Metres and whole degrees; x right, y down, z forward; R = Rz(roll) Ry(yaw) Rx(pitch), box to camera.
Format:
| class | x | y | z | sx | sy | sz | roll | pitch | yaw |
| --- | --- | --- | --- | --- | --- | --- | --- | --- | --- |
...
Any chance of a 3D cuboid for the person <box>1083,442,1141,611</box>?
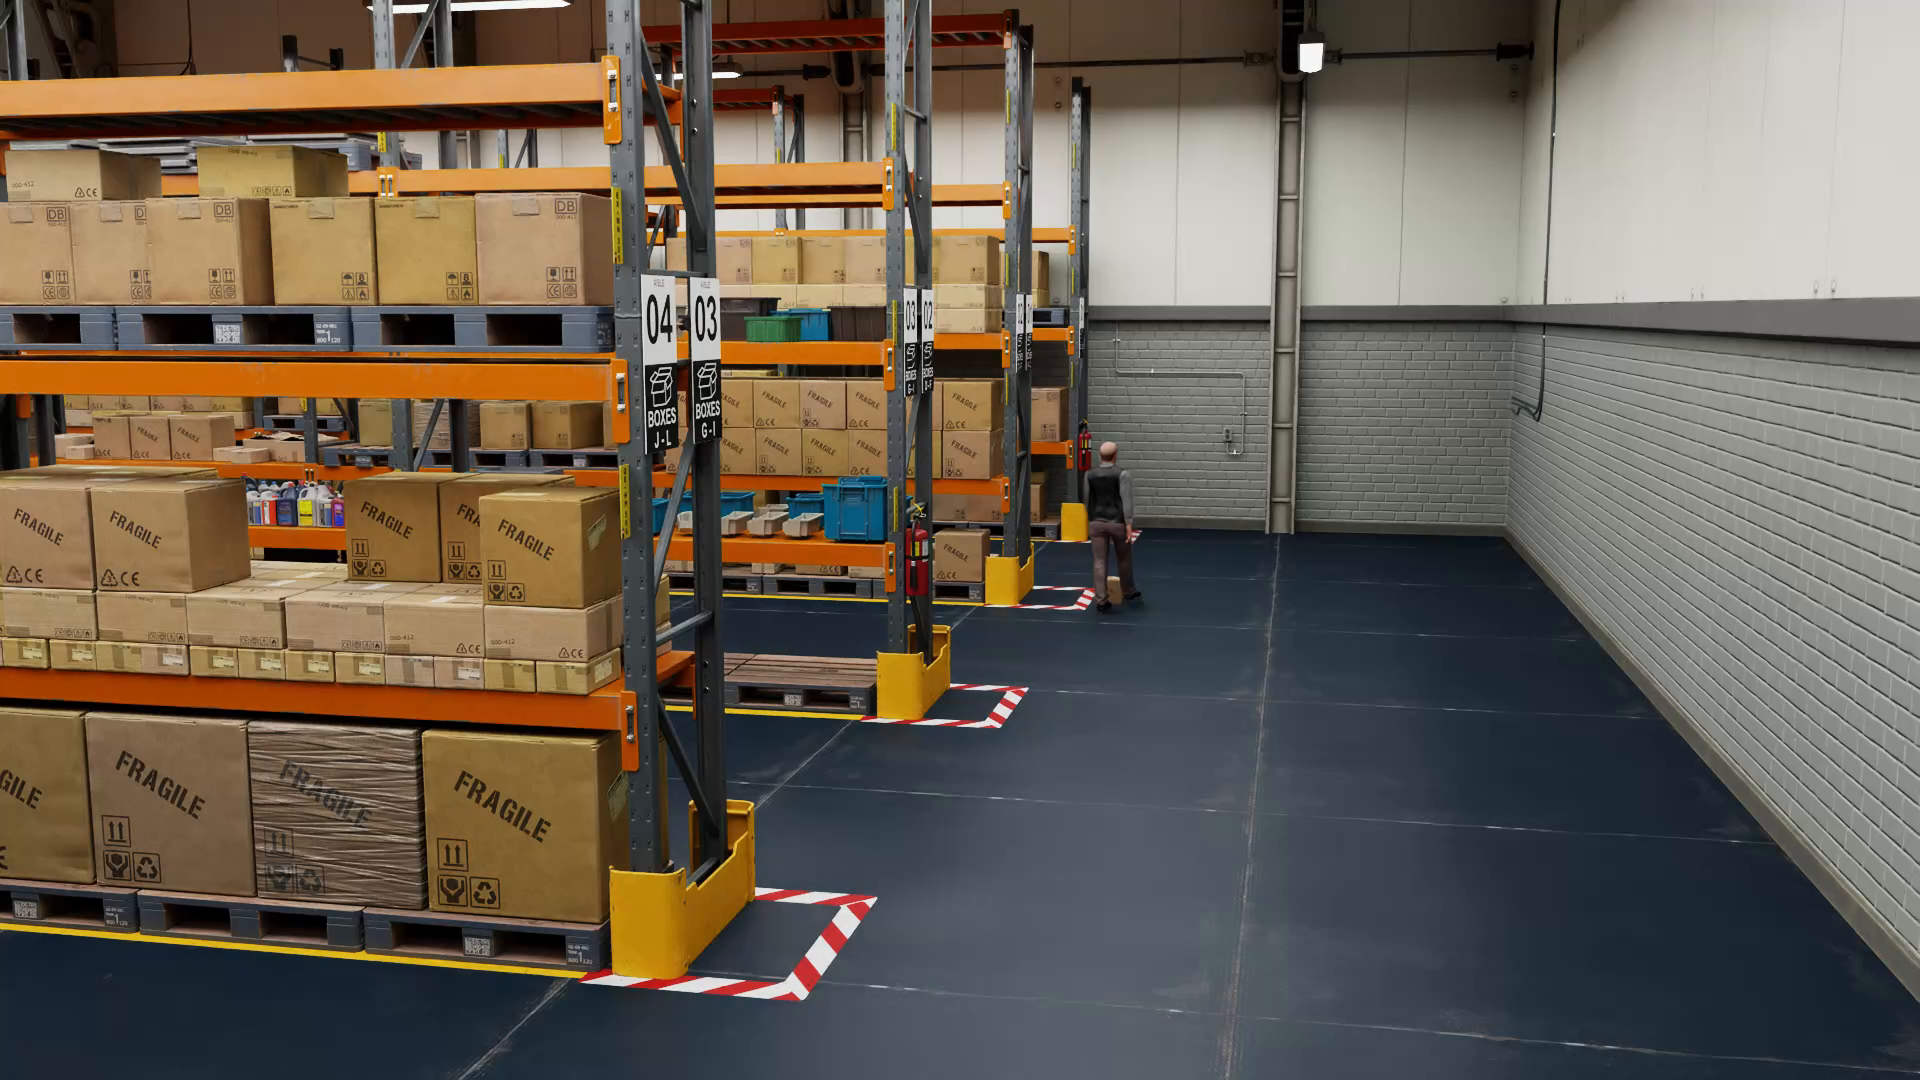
| class | x | y | z | sx | sy | sz | roll | pitch | yaw |
| --- | --- | --- | --- | --- | --- | --- | --- | --- | --- |
| person | 1.547 | -0.170 | 17.017 | 0.551 | 1.692 | 0.901 | 3 | 8 | 18 |
